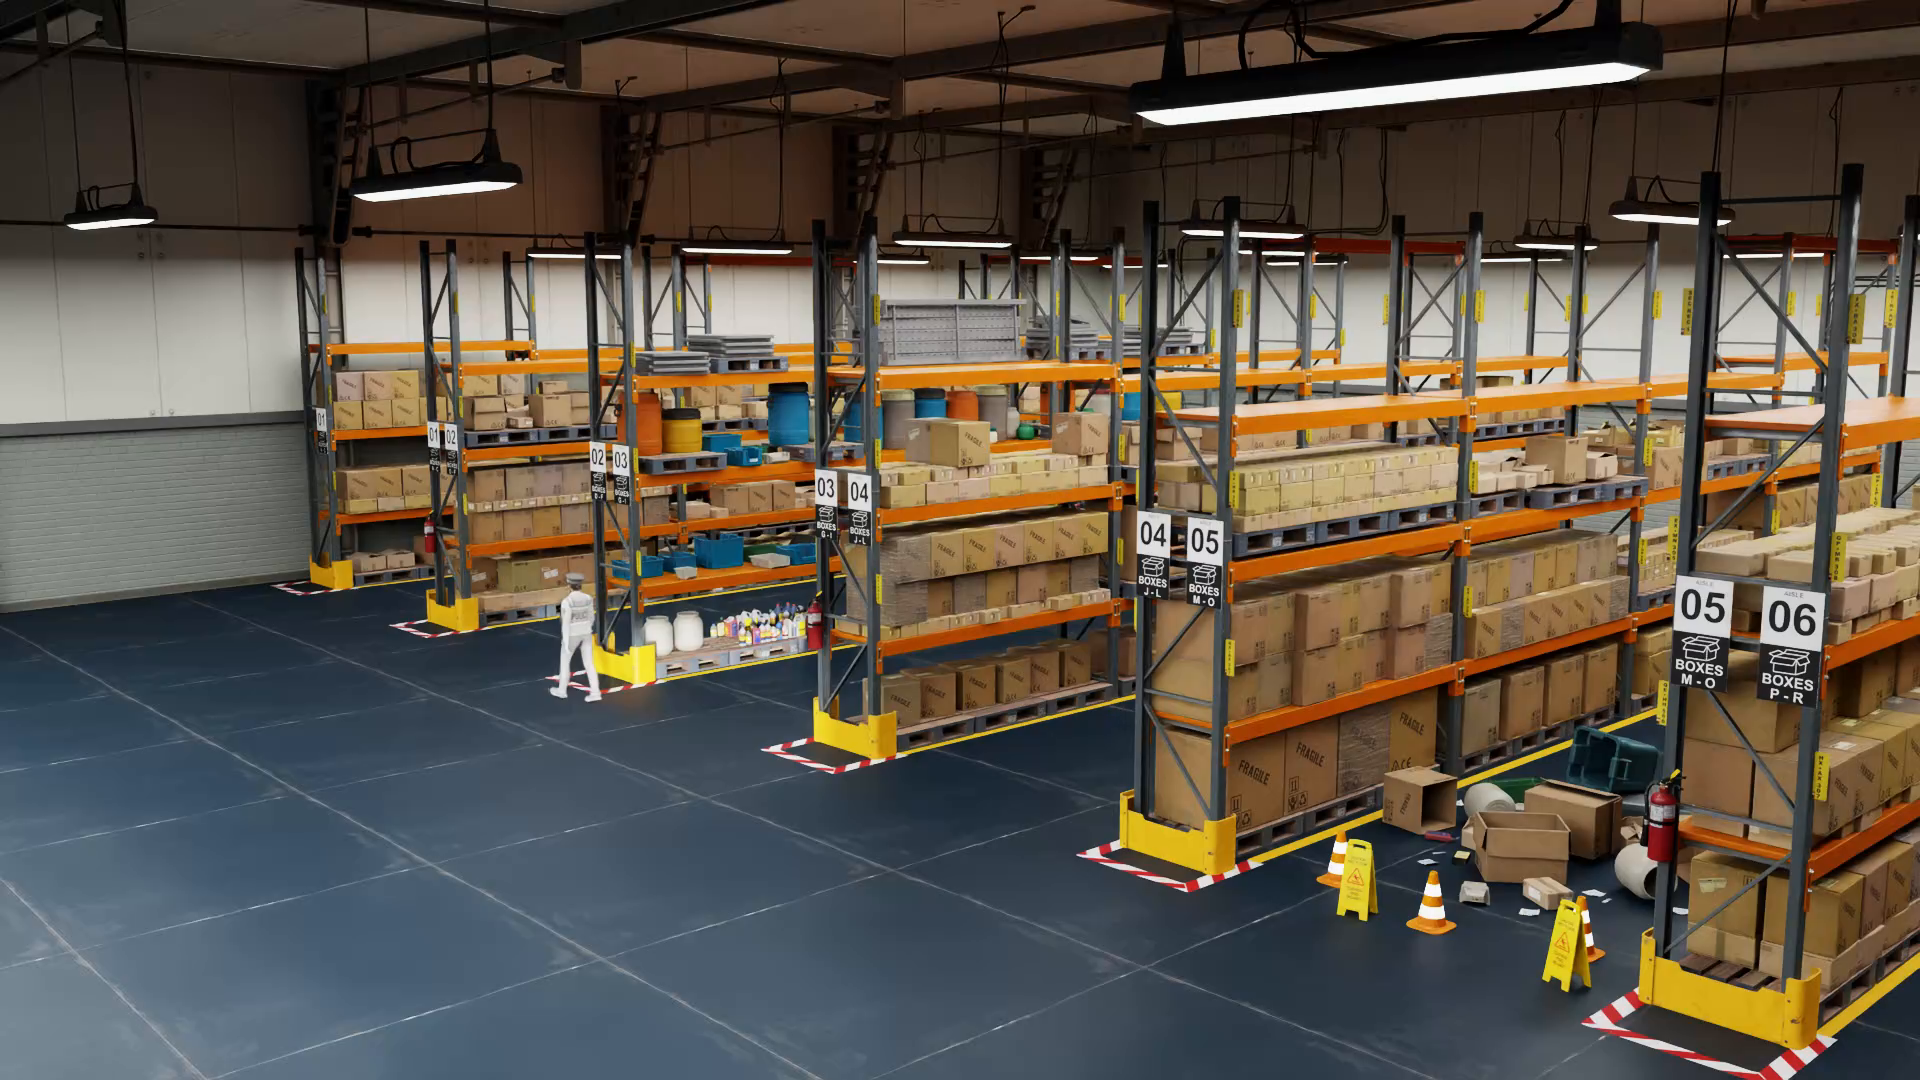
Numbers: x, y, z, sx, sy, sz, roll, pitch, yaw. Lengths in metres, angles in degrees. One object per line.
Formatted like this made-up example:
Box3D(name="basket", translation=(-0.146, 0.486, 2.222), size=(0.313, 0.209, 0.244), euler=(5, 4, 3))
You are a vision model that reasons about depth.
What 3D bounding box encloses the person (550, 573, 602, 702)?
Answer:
Box3D(name="person", translation=(-4.903, 1.248, 21.325), size=(0.486, 1.630, 0.840), euler=(-6, 10, -36))
